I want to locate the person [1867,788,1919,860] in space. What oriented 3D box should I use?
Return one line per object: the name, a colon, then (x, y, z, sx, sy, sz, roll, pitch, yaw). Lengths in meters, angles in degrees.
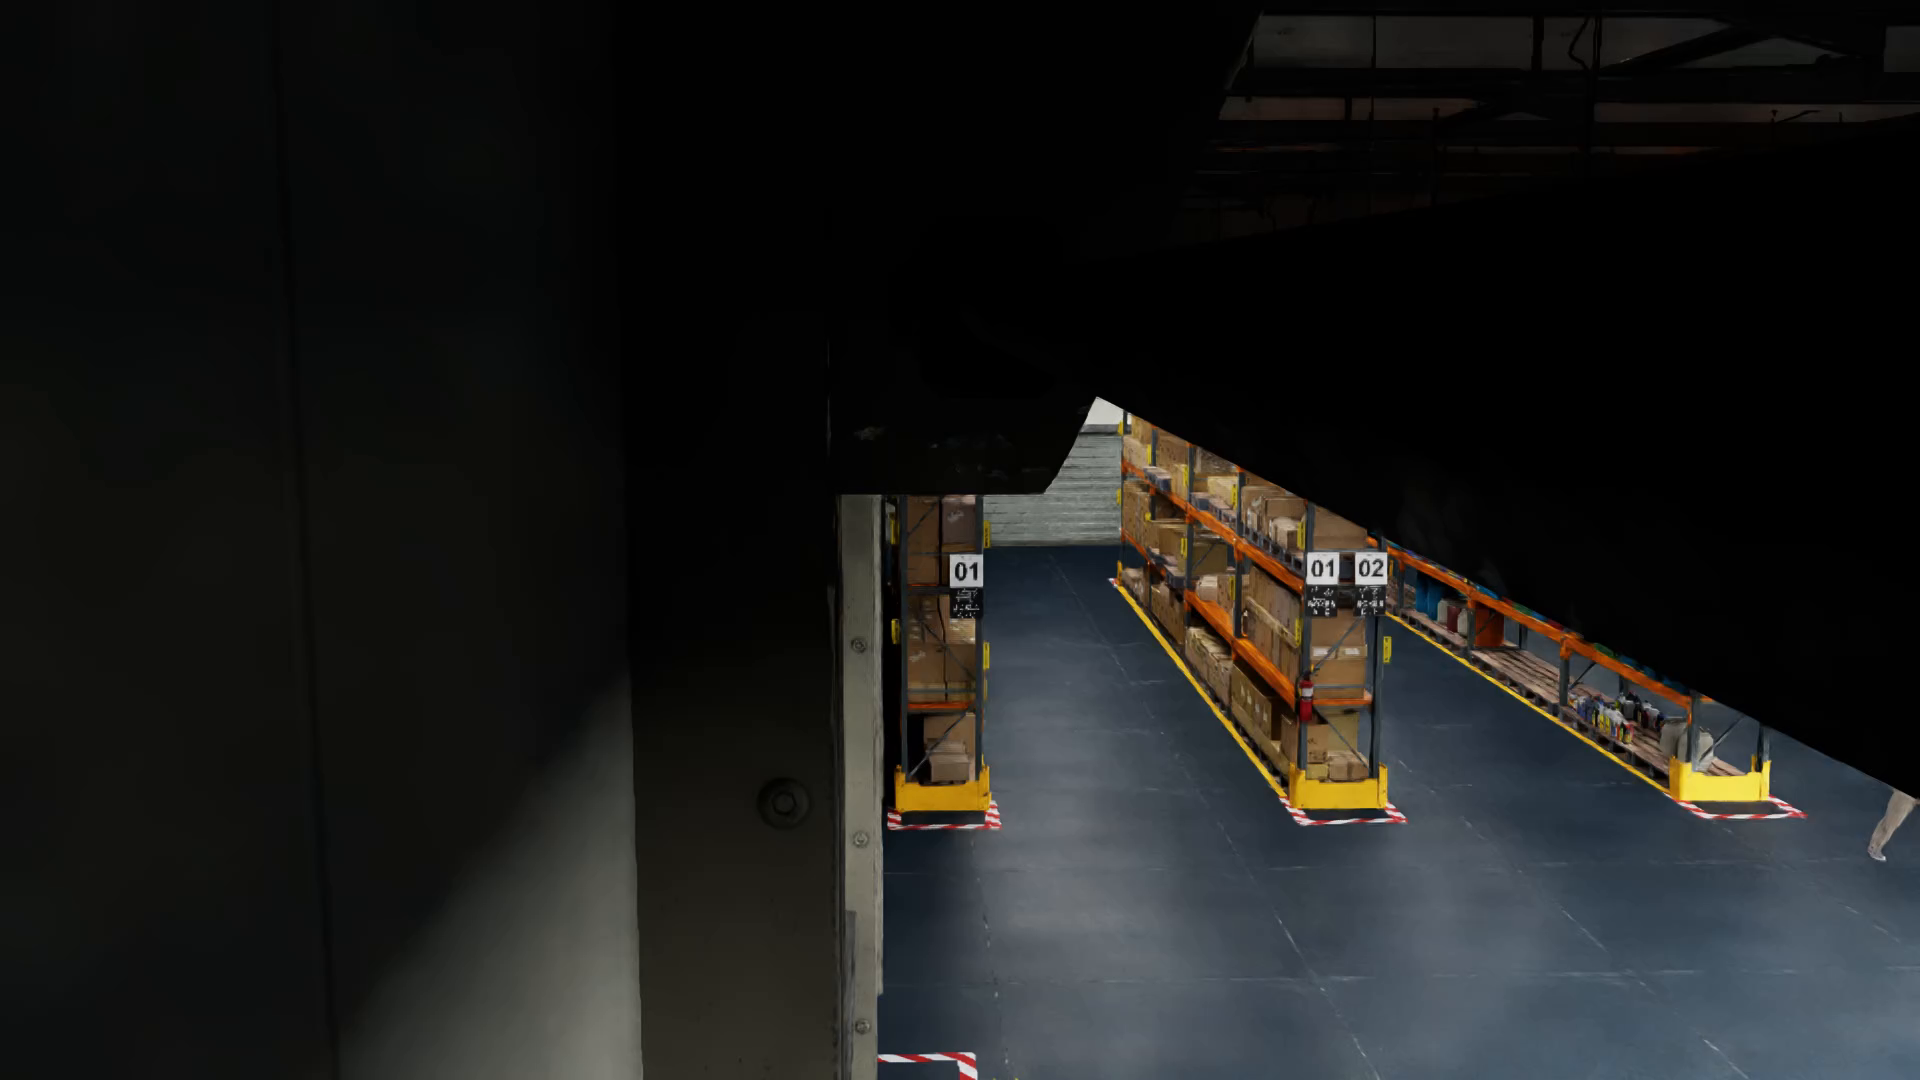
person: (10.641, 2.793, 18.471, 0.700, 1.658, 0.863, -3, 9, -19)
